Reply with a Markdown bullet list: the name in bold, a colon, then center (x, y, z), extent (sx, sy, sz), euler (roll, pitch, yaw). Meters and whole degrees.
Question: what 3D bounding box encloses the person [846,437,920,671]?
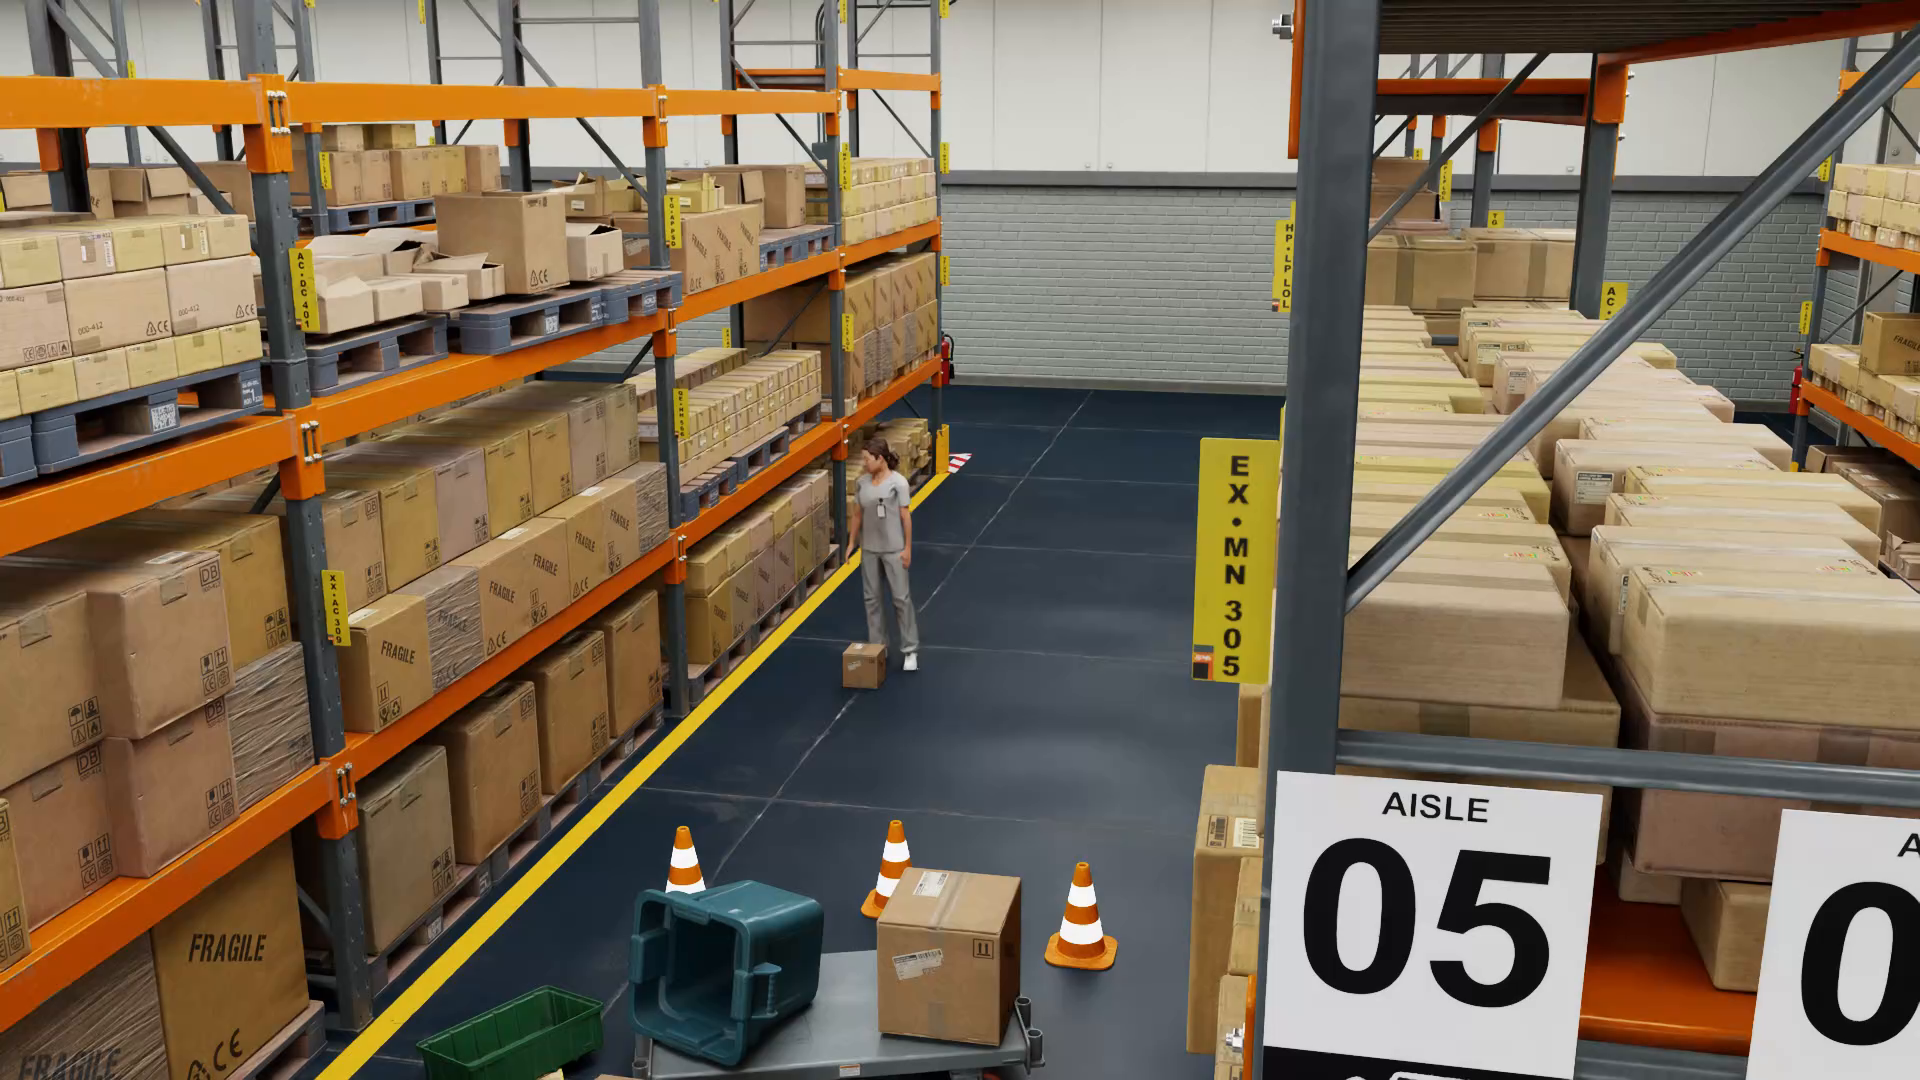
- **person**: center (-0.557, 0.087, 12.144), extent (0.584, 1.695, 0.399), euler (7, 16, 24)
